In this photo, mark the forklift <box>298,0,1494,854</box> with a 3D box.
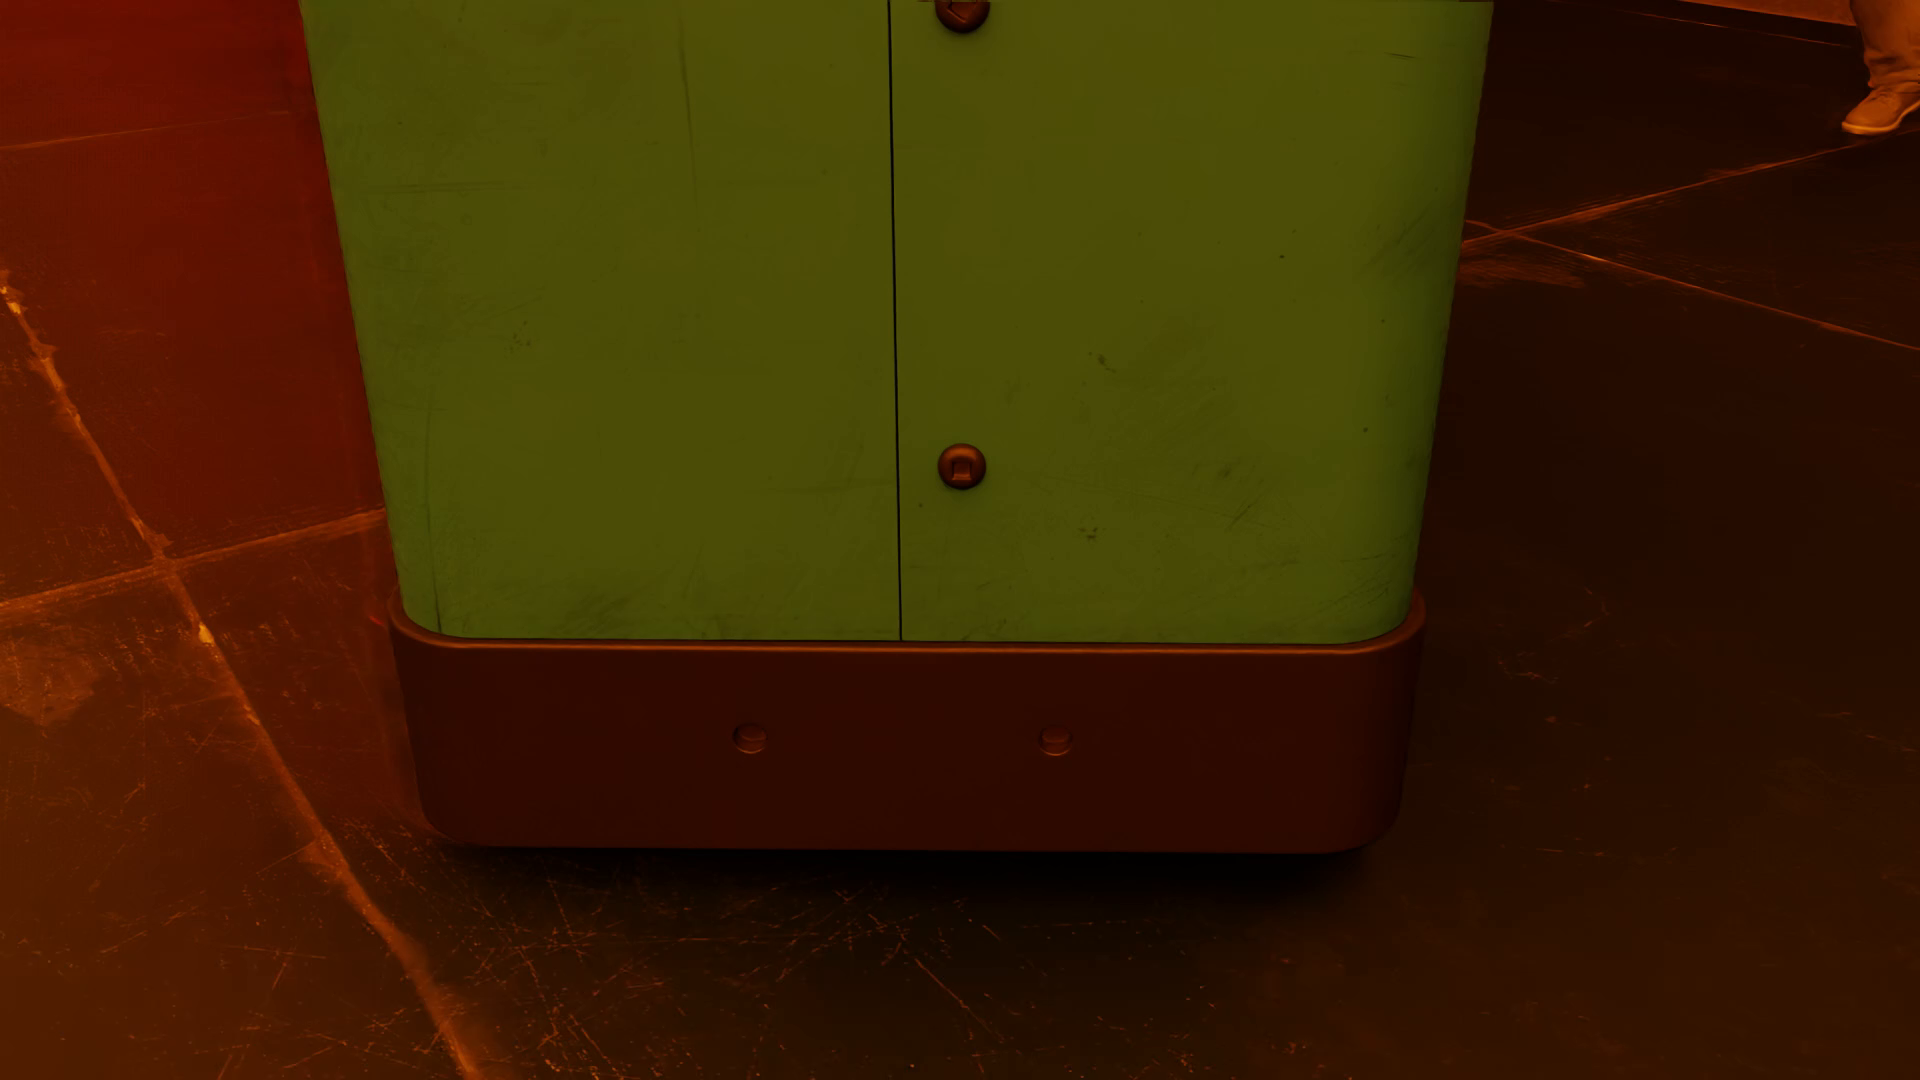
[{"bbox_3d":[-0.036,-1.606,2.432,1.130,2.935,3.031,0,27,1],"label":"forklift"}]

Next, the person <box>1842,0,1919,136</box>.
[{"bbox_3d":[2.786,-1.703,4.114,0.637,1.637,0.958,-21,33,-35],"label":"person"}]
